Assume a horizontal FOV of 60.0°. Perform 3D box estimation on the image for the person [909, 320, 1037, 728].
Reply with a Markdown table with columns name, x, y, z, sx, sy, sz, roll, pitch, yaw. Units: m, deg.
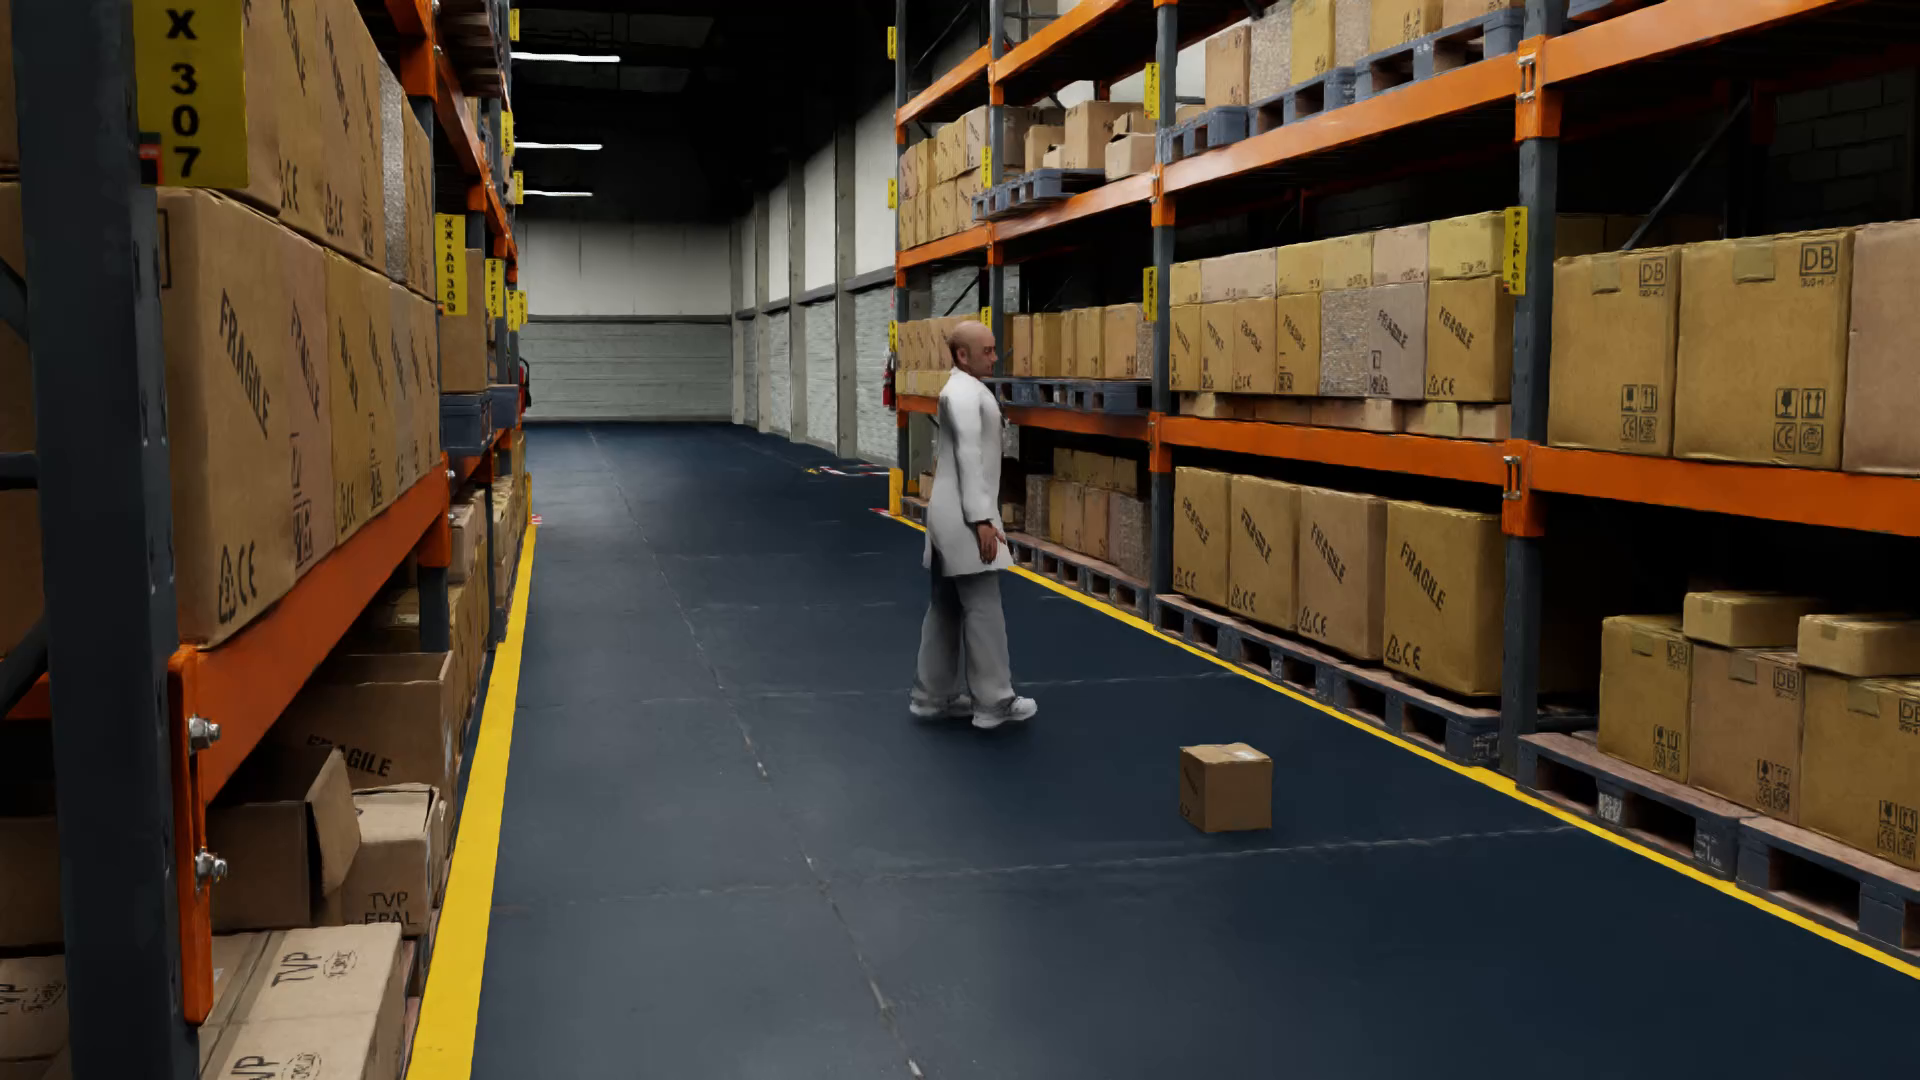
| name | x | y | z | sx | sy | sz | roll | pitch | yaw |
| --- | --- | --- | --- | --- | --- | --- | --- | --- | --- |
| person | 0.062 | -0.073 | 7.359 | 0.567 | 1.788 | 0.663 | -1 | 6 | -5 |
